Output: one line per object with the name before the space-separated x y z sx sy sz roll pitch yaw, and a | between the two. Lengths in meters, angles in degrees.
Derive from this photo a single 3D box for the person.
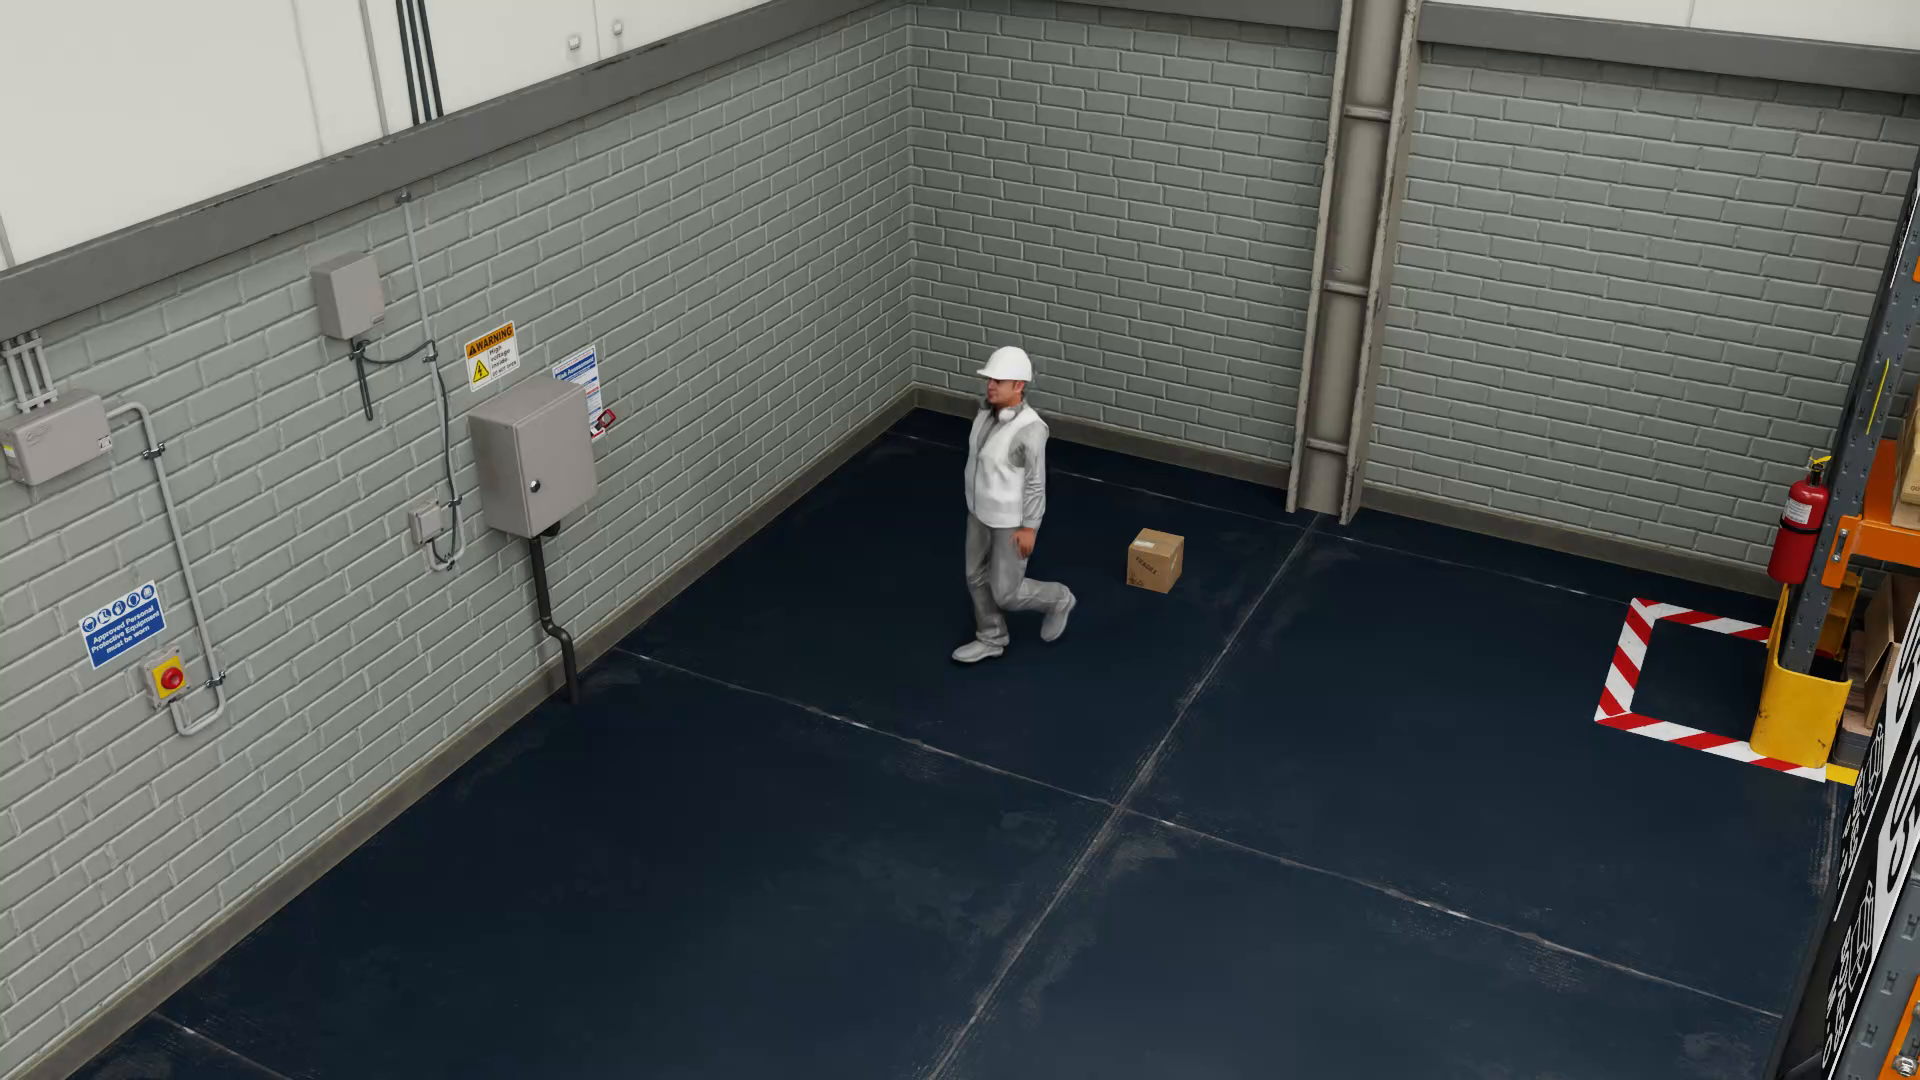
person | 0.277 -0.167 8.530 0.670 1.759 0.539 -17 34 -27
